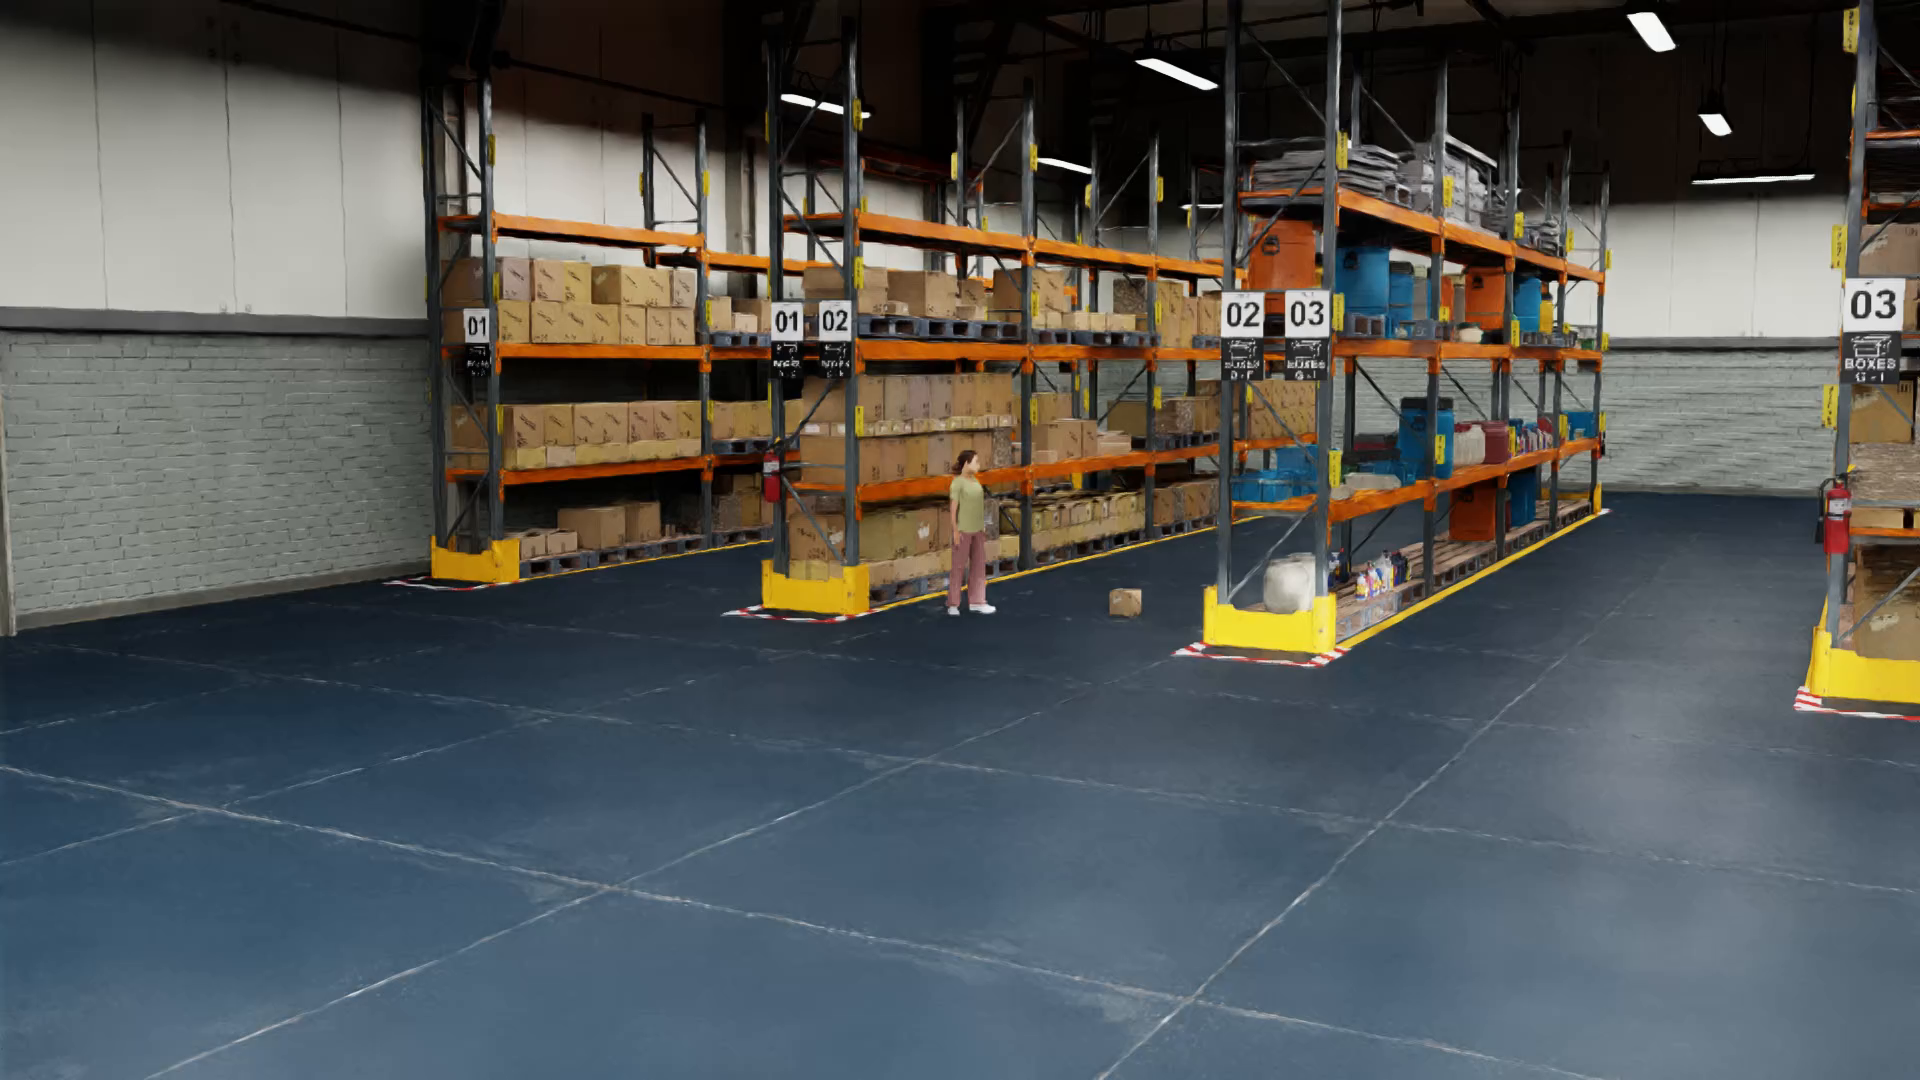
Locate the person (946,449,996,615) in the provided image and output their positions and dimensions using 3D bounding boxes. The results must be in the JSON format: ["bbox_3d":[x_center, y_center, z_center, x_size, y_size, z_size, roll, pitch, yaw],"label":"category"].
[{"bbox_3d":[0.094,-0.084,16.902,0.412,1.674,0.521,5,8,40],"label":"person"}]
